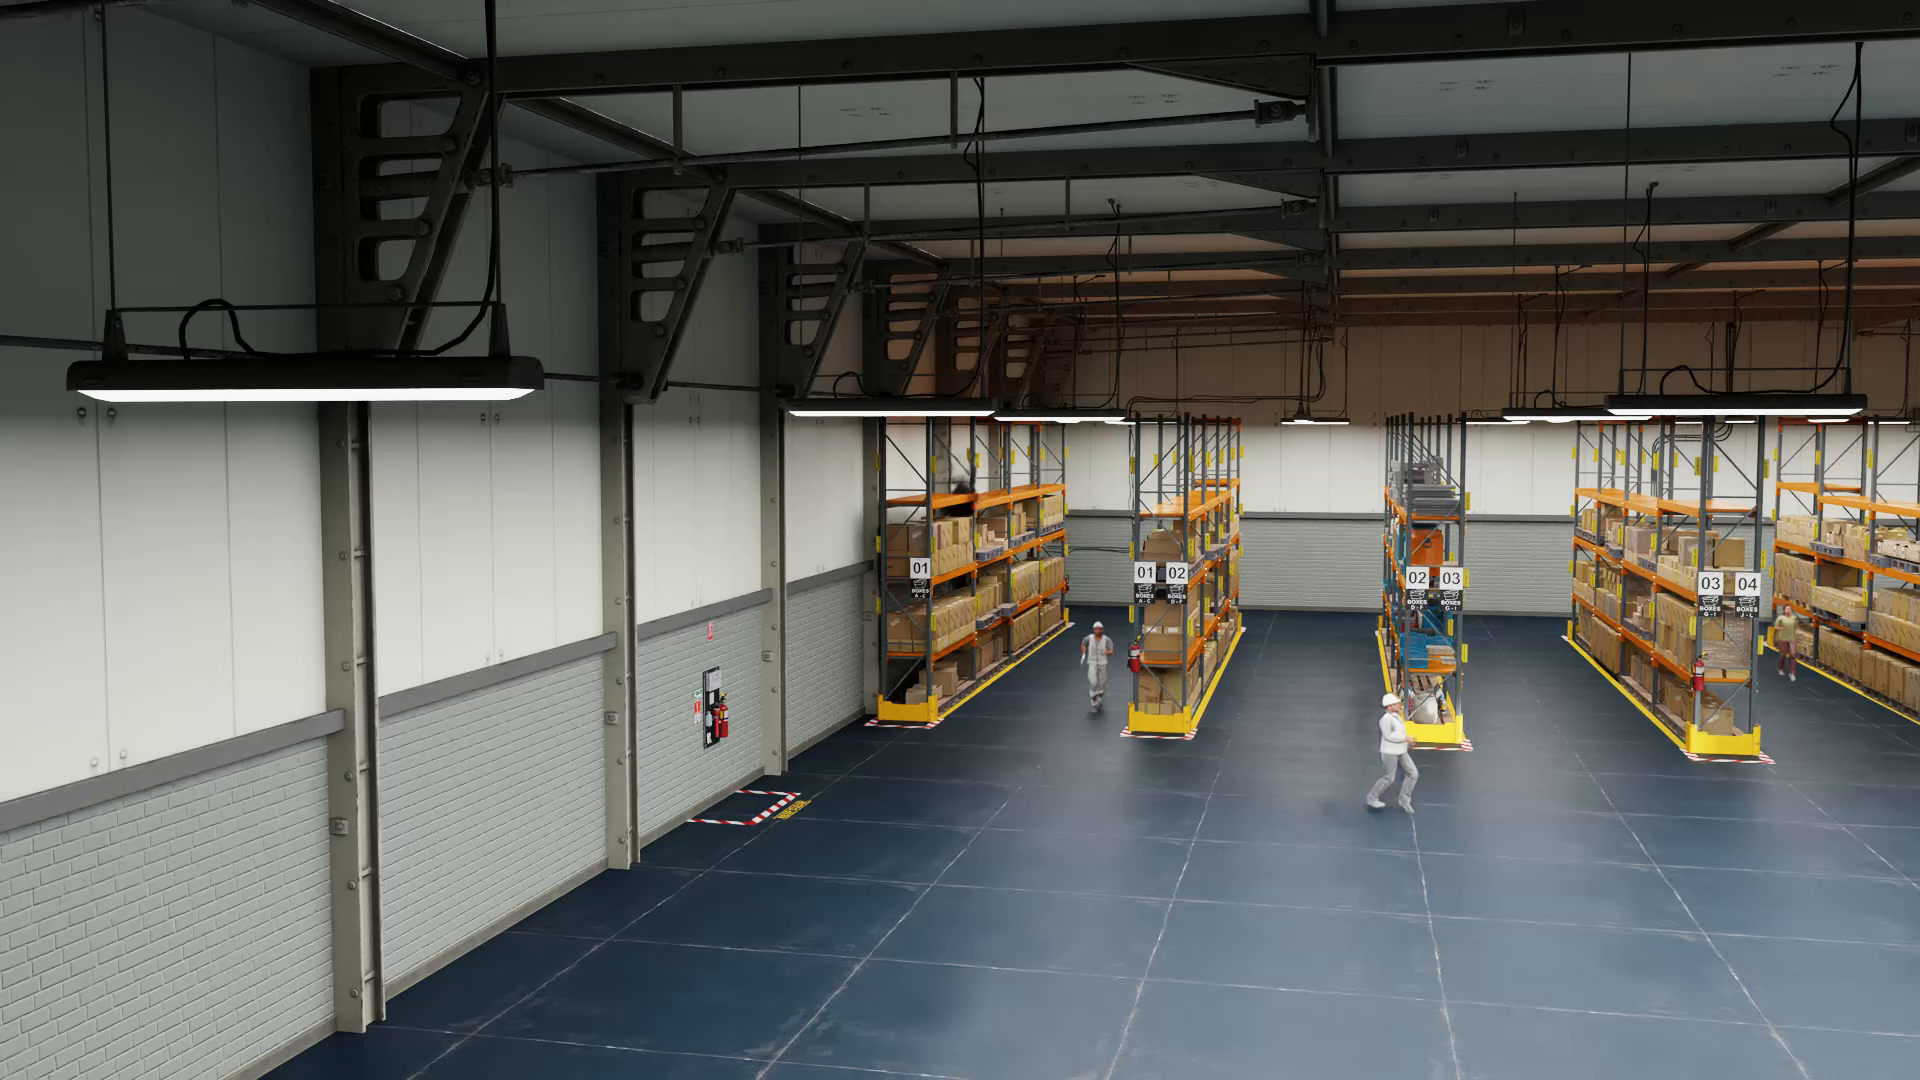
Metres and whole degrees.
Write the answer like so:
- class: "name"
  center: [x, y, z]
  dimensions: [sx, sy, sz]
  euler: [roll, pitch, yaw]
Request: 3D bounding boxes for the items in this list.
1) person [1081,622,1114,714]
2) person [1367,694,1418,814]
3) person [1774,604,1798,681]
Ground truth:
- class: "person"
  center: [2.766, 2.557, 33.499]
  dimensions: [0.643, 1.844, 0.876]
  euler: [0, 4, 1]
- class: "person"
  center: [6.457, 3.184, 24.784]
  dimensions: [0.751, 1.807, 0.659]
  euler: [3, 5, 37]
- class: "person"
  center: [18.830, 2.308, 37.885]
  dimensions: [0.566, 1.705, 0.842]
  euler: [1, 4, 12]
